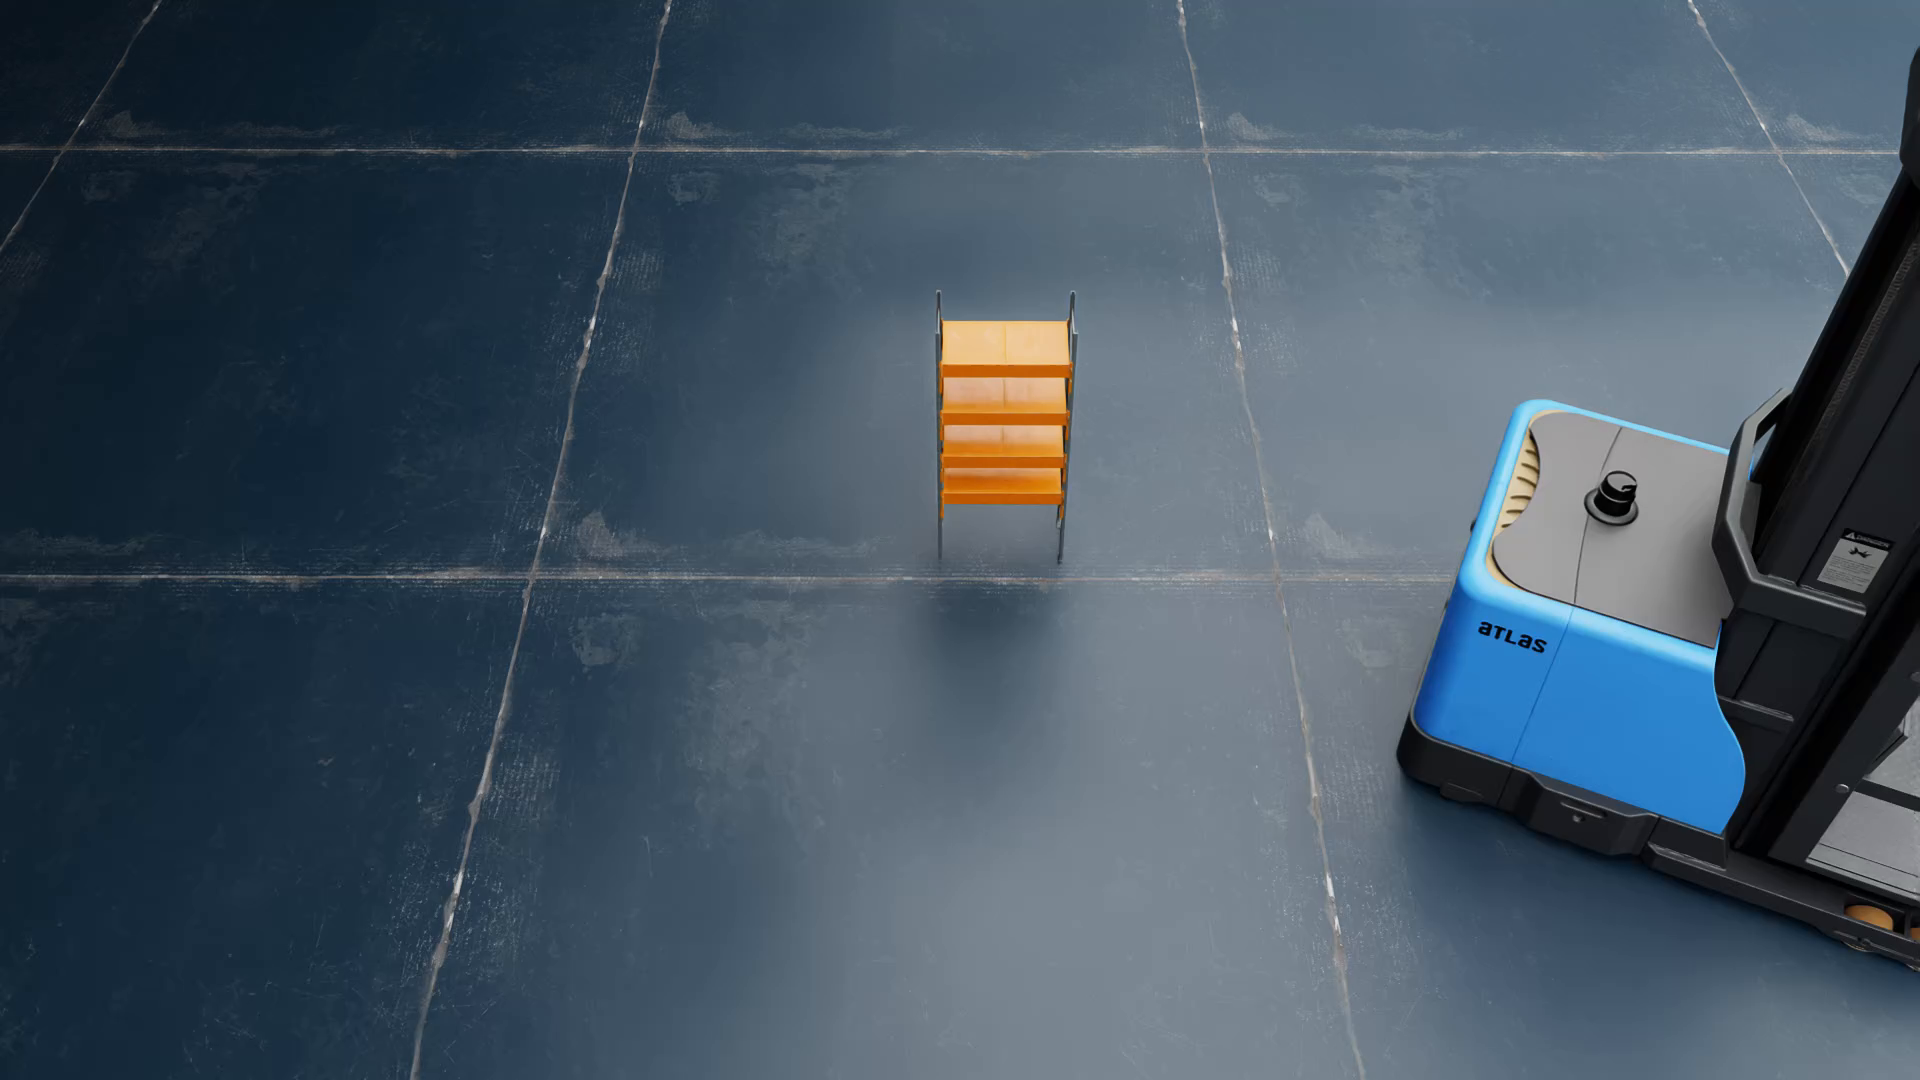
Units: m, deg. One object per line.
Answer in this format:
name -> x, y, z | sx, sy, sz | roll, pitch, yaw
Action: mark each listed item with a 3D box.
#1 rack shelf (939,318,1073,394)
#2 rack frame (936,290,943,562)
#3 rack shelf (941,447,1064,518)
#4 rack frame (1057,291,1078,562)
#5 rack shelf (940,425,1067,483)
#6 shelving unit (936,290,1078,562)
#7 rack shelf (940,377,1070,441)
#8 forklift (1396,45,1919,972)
rack shelf -> 0.166, -0.676, 6.104 | 0.480, 0.148, 0.258 | 0, 47, 0
rack frame -> -0.078, -0.409, 6.392 | 0.015, 1.200, 0.240 | 0, 47, 0
rack shelf -> 0.166, -0.227, 6.586 | 0.480, 0.148, 0.258 | 0, 47, 0
rack frame -> 0.410, -0.408, 6.391 | 0.015, 1.200, 0.240 | 0, 47, 0
rack shelf -> 0.166, -0.362, 6.440 | 0.480, 0.148, 0.258 | 0, 47, 0
shelving unit -> 0.166, -0.408, 6.391 | 0.503, 1.200, 0.258 | 0, 47, 0
rack shelf -> 0.166, -0.515, 6.277 | 0.480, 0.148, 0.258 | 0, 47, 0
forklift -> 3.138, -0.014, 4.842 | 3.031, 2.935, 1.130 | 18, 50, 16
